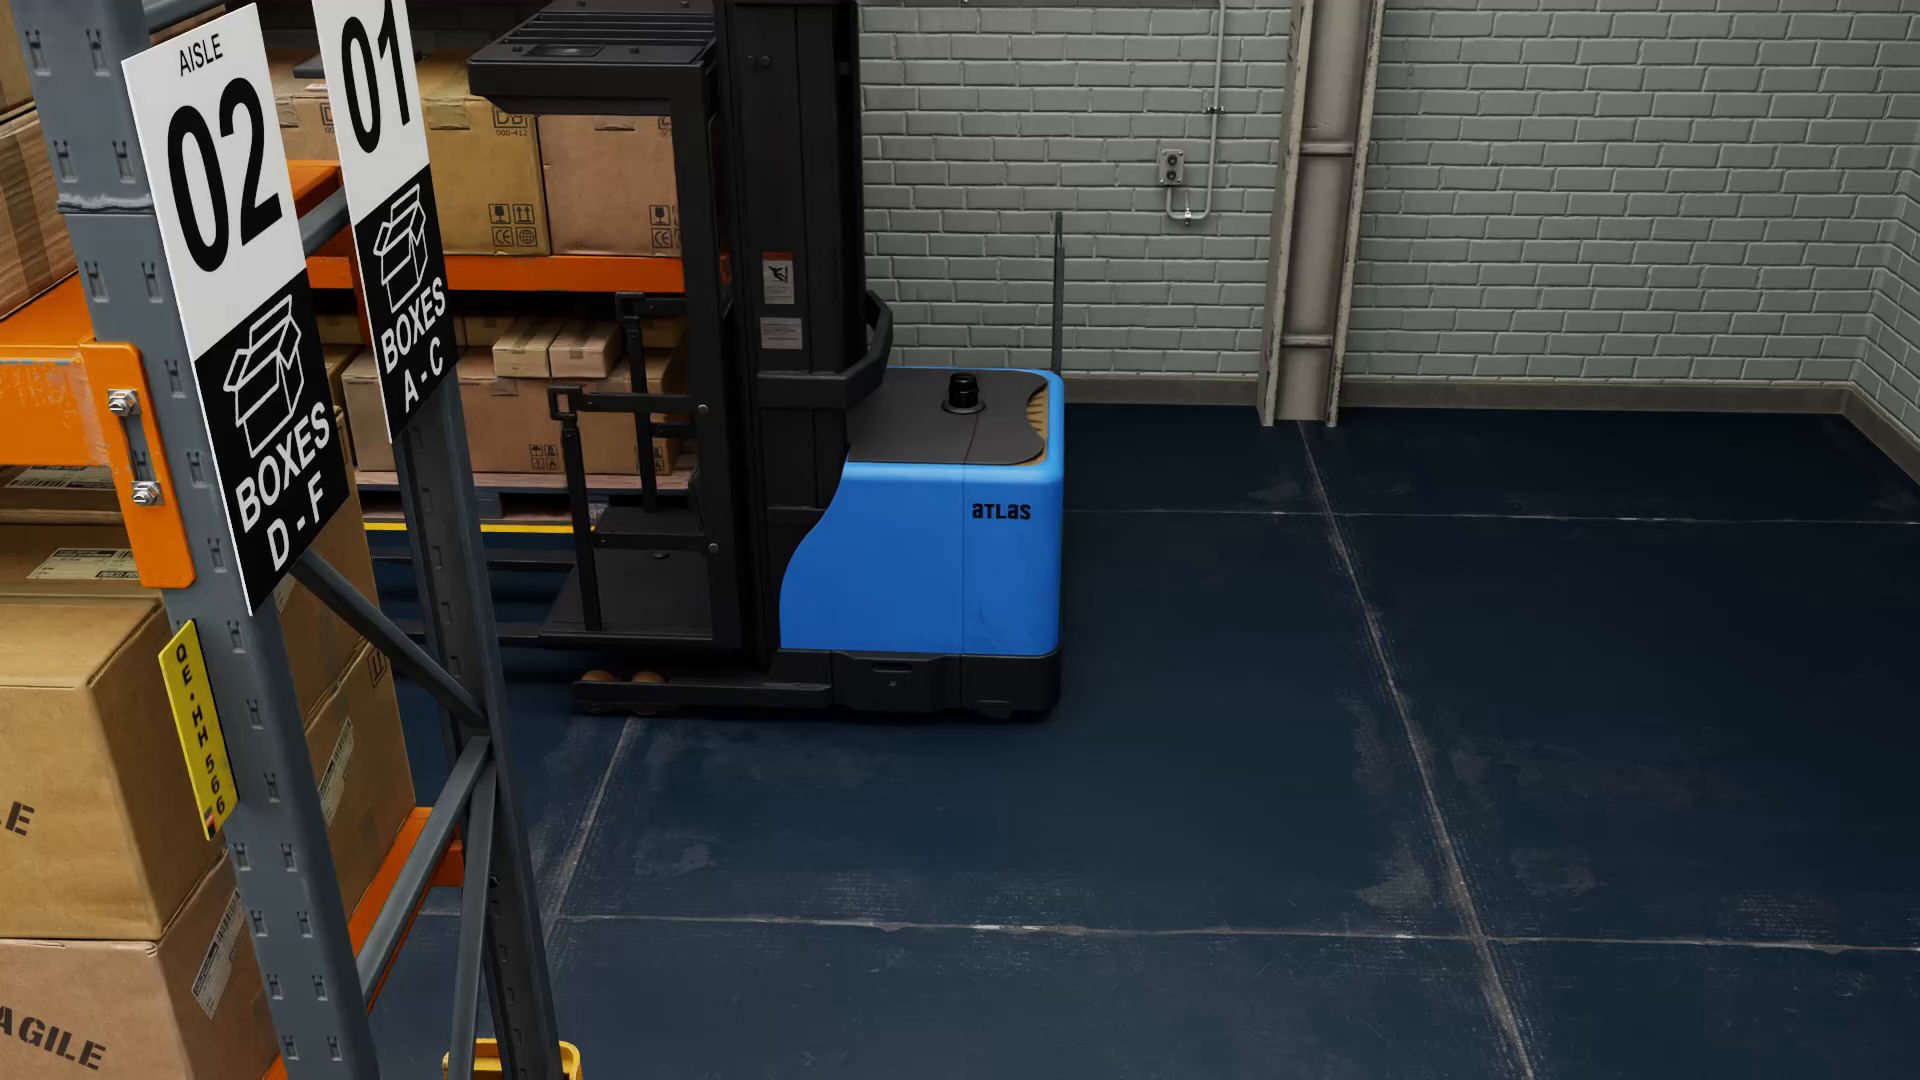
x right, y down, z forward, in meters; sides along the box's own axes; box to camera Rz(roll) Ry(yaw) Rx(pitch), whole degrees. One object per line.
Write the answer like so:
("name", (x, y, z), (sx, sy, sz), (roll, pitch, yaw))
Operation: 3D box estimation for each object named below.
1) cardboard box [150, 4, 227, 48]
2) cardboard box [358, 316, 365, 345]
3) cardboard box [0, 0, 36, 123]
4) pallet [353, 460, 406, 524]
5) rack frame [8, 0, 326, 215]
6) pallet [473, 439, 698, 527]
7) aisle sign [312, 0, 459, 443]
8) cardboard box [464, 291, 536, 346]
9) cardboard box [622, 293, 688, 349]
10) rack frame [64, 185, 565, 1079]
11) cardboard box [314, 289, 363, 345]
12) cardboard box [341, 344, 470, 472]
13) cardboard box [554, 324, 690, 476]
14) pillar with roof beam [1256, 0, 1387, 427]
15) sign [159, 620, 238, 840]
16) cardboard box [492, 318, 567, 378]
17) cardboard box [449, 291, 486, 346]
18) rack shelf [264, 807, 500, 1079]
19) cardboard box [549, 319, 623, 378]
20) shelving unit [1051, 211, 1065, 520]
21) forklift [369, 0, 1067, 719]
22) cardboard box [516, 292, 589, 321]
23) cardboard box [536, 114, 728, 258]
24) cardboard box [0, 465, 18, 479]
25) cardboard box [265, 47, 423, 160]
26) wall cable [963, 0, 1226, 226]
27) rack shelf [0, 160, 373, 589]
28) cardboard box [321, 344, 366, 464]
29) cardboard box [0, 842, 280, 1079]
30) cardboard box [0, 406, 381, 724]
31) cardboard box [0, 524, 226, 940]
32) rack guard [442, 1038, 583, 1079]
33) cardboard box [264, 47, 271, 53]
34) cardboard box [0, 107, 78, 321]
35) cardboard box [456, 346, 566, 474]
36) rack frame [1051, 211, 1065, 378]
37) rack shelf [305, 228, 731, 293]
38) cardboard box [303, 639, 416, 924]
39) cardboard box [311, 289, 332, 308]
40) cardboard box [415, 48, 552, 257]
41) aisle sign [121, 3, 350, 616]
("cardboard box", (-1.580, -0.937, 2.738), (0.500, 0.250, 0.500), (1, 28, 2))
("cardboard box", (-2.743, -1.089, 8.130), (0.250, 0.149, 0.380), (1, 28, 2))
("cardboard box", (-1.599, -0.695, 2.283), (0.500, 0.250, 0.500), (1, 28, 2))
("pallet", (-2.923, -0.411, 8.300), (1.213, 0.211, 1.003), (1, 28, 2))
("rack frame", (-1.076, -1.977, 1.871), (0.127, 3.000, 1.000), (1, 28, 2))
("pallet", (-1.707, -0.390, 8.260), (1.213, 0.211, 1.003), (1, 28, 2))
("aisle sign", (-0.998, -0.611, 2.925), (0.004, 0.787, 0.394), (1, 28, 2))
("cardboard box", (-2.233, -1.081, 8.115), (0.250, 0.149, 0.380), (1, 28, 2))
("cardboard box", (-1.476, -1.069, 8.092), (0.250, 0.149, 0.380), (1, 28, 2))
("rack frame", (-1.076, 0.674, 3.277), (0.127, 3.000, 1.000), (1, 28, 2))
("cardboard box", (-2.996, -1.094, 8.138), (0.250, 0.149, 0.380), (0, 28, 1))
("cardboard box", (-2.611, -0.707, 8.102), (0.500, 0.500, 0.700), (0, 28, 0))
("cardboard box", (-1.608, -0.691, 8.071), (0.500, 0.500, 0.700), (1, 28, 2))
("pillar with roof beam", (1.672, -2.641, 3.124), (0.400, 9.000, 9.100), (1, 28, 2))
("sign", (-1.116, 0.282, 2.442), (0.005, 0.325, 0.100), (1, 28, 2))
("cardboard box", (-1.998, -0.898, 7.770), (0.250, 0.149, 0.380), (2, 28, 3))
("cardboard box", (-2.487, -1.085, 8.123), (0.250, 0.149, 0.380), (1, 28, 3))
("rack shelf", (-3.075, 0.958, 3.507), (4.000, 0.370, 1.077), (1, 28, 2))
("cardboard box", (-1.743, -0.894, 7.762), (0.250, 0.149, 0.380), (1, 28, 1))
("shelving unit", (-0.076, -0.664, 7.401), (1.083, 1.500, 0.587), (1, 28, 2))
("forklift", (-1.101, -0.860, 6.243), (3.031, 2.935, 1.130), (2, 28, 3))
("cardboard box", (-1.982, -1.077, 8.107), (0.250, 0.149, 0.380), (1, 28, 2))
("cardboard box", (-1.415, -1.781, 7.587), (0.700, 0.700, 0.980), (2, 28, 4))
("cardboard box", (-2.033, 0.052, 3.275), (0.500, 0.500, 0.500), (1, 28, 2))
("cardboard box", (-2.904, -1.805, 7.632), (0.700, 0.700, 0.980), (0, 28, -1))
("wall cable", (0.408, -2.516, 8.208), (1.851, 1.984, 0.084), (1, 28, 2))
("rack shelf", (-3.075, -0.367, 2.805), (4.000, 0.370, 1.077), (1, 28, 2))
("cardboard box", (-3.144, -0.713, 8.112), (0.500, 0.500, 0.700), (2, 28, 3))
("cardboard box", (-1.533, 0.750, 3.027), (0.500, 0.500, 0.500), (2, 28, 3))
("cardboard box", (-1.510, 0.057, 3.266), (0.500, 0.500, 0.500), (2, 28, 3))
("cardboard box", (-1.531, 0.309, 2.790), (0.500, 0.500, 0.500), (1, 28, 1))
("rack guard", (-1.152, 1.777, 3.864), (0.348, 0.500, 1.175), (1, 28, 2))
("cardboard box", (-3.632, -1.812, 7.646), (0.700, 0.700, 0.980), (0, 28, 0))
("cardboard box", (-1.599, -0.470, 2.392), (0.500, 0.250, 0.500), (1, 28, 2))
("cardboard box", (-2.108, -0.699, 8.087), (0.500, 0.500, 0.700), (1, 28, 2))
("rack frame", (0.423, -0.656, 7.386), (0.032, 1.500, 0.500), (1, 28, 2))
("rack shelf", (-2.904, -1.360, 7.882), (4.000, 0.370, 1.077), (1, 28, 2))
("cardboard box", (-1.510, 0.499, 3.500), (0.500, 0.500, 0.500), (2, 28, 3))
("cardboard box", (-3.254, -1.097, 8.146), (0.250, 0.149, 0.380), (1, 28, 2))
("cardboard box", (-2.143, -1.788, 7.600), (0.700, 0.700, 0.980), (1, 28, 1))
("aisle sign", (-1.019, -0.330, 2.395), (0.004, 0.787, 0.394), (1, 28, 2))
